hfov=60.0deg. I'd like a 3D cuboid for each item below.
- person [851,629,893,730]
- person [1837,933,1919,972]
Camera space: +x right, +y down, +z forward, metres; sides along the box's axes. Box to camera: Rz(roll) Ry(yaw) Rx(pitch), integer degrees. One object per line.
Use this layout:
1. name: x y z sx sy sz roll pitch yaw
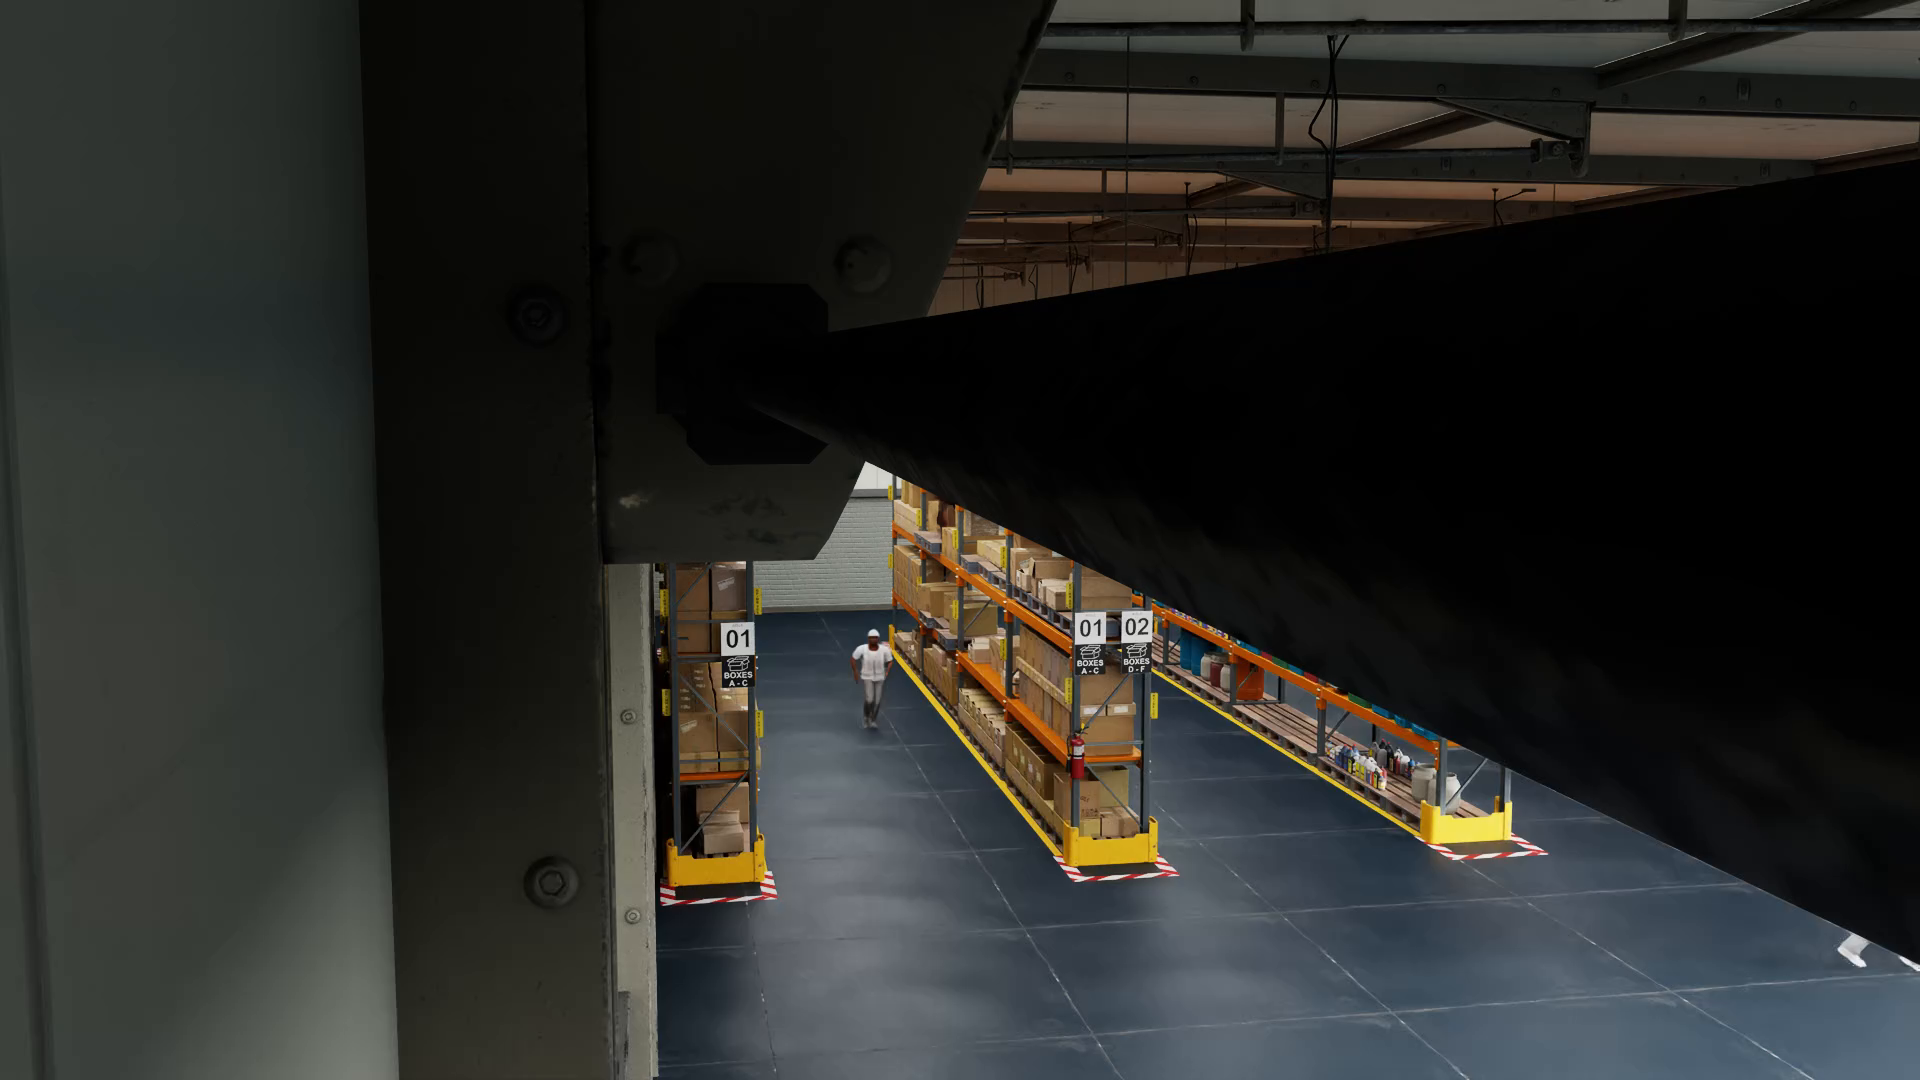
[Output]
1. person: -1.470 2.391 28.429 0.699 1.741 0.640 -2 6 -15
2. person: 9.593 3.644 17.220 0.902 1.708 0.575 2 6 17
